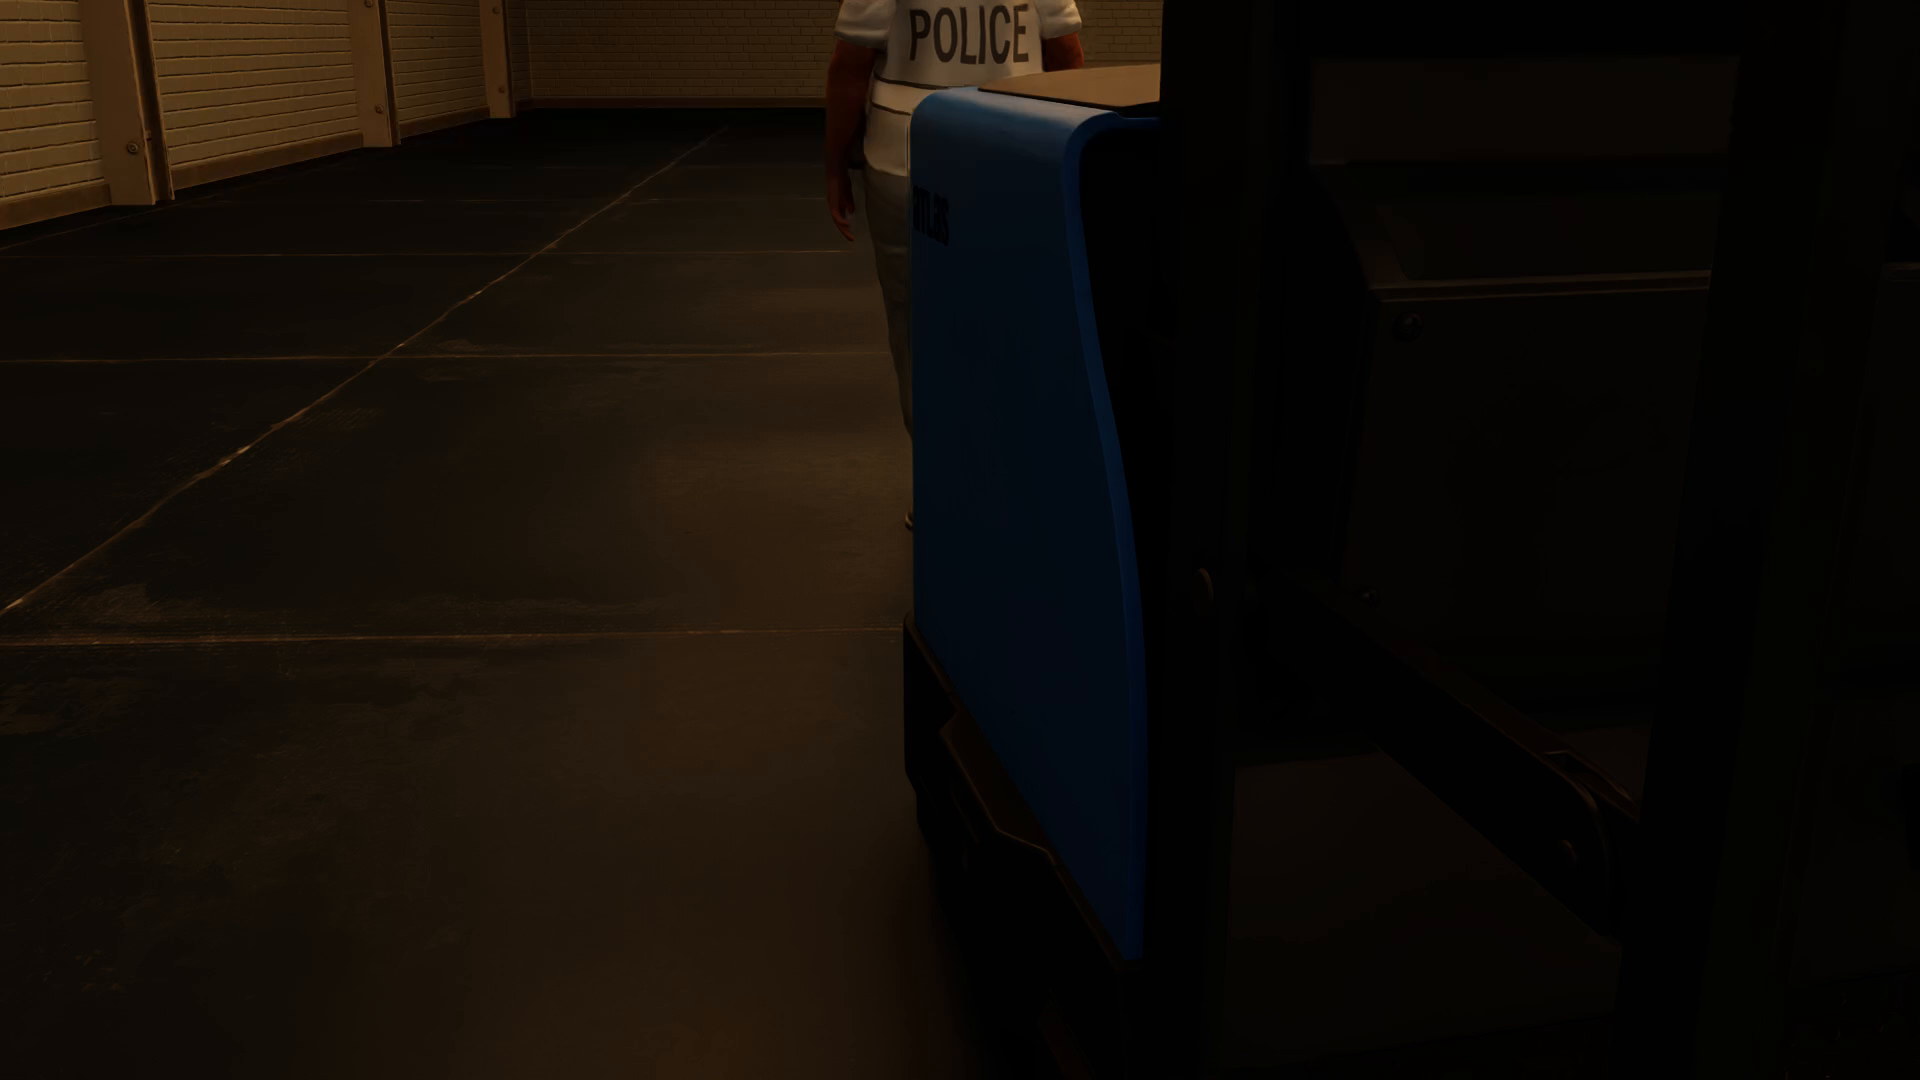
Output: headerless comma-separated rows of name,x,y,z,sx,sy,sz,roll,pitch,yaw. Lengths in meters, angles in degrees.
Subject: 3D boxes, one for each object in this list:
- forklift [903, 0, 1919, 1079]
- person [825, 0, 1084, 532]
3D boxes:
forklift,0.758,-0.614,0.915,1.130,2.935,3.031,-4,17,-13
person,0.009,-0.817,3.751,0.641,1.669,0.486,-4,17,-12
